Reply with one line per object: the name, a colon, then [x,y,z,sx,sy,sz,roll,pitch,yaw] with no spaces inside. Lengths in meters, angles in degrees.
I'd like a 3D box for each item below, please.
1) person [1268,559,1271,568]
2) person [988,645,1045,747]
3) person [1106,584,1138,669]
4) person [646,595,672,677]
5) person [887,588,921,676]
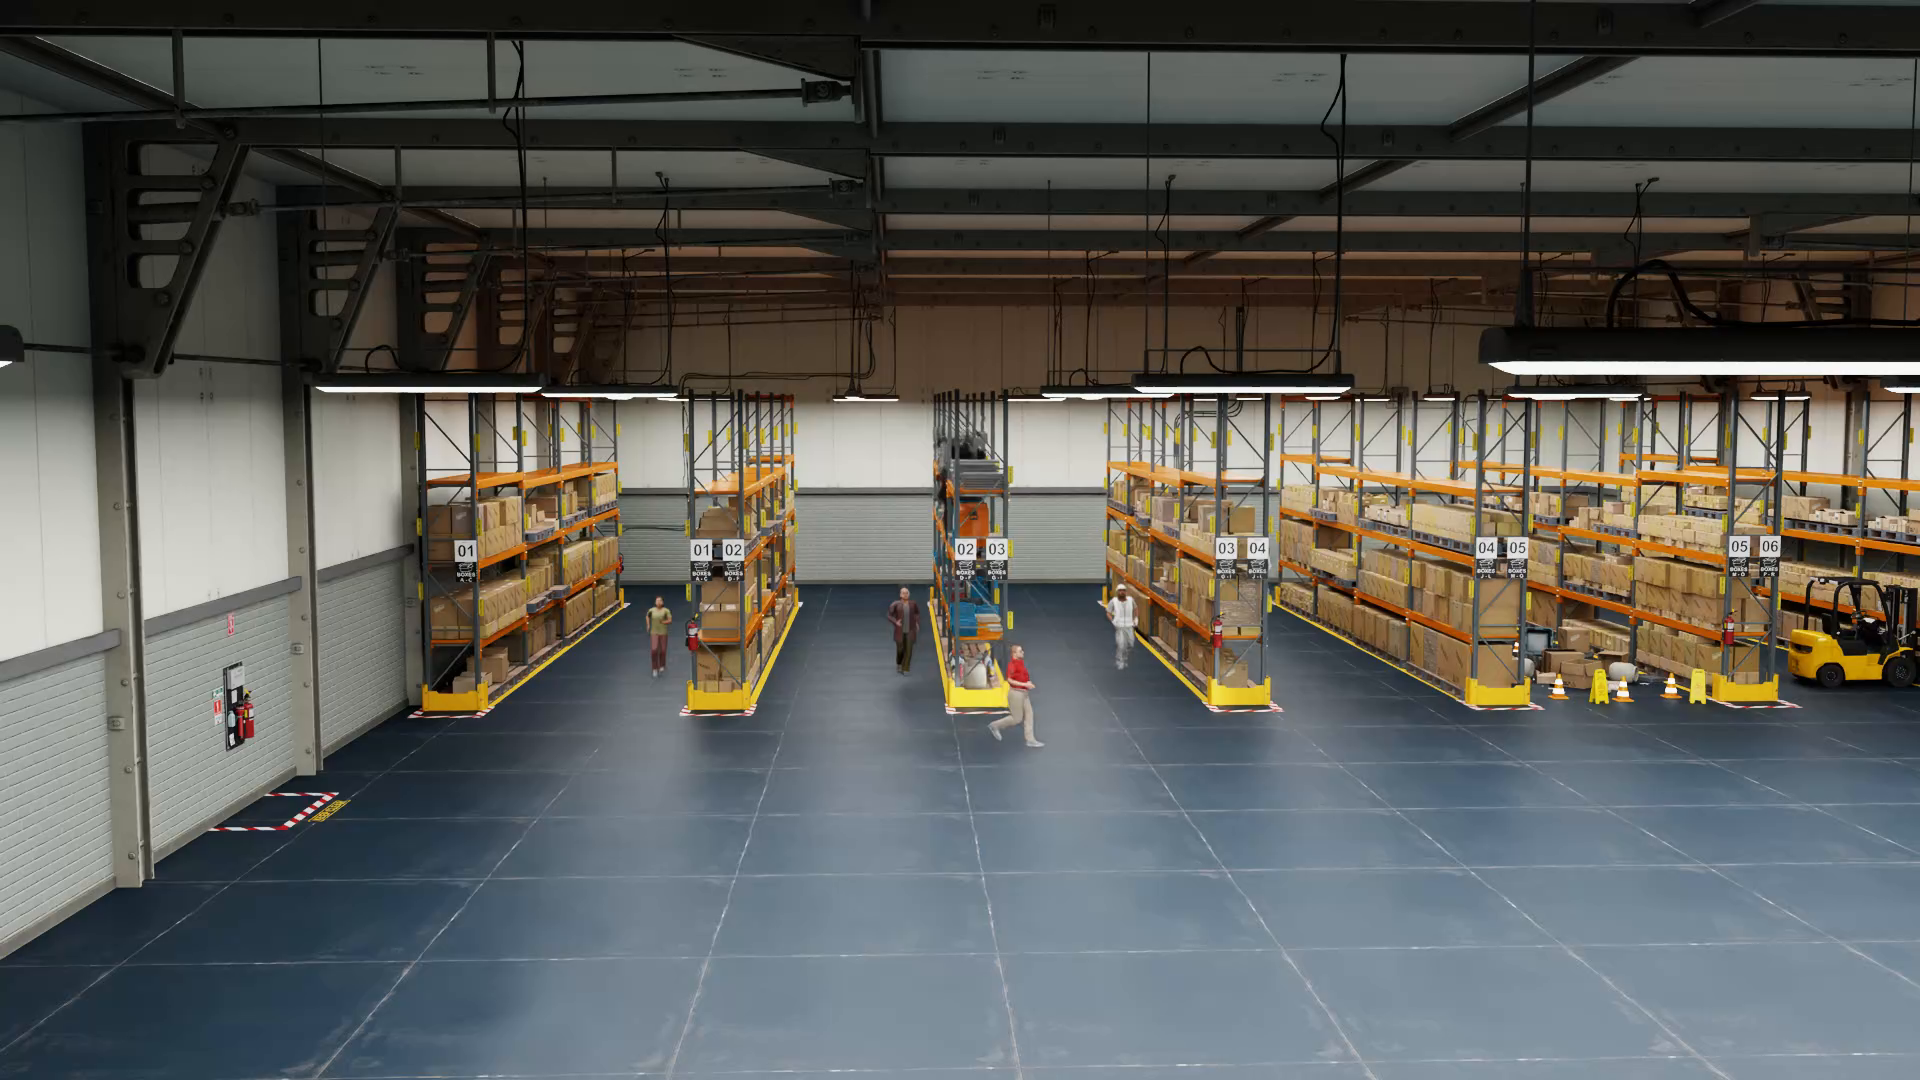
person: [8.757,1.004,48.468,0.537,1.542,0.557,-3,5,-29]
person: [0.955,2.636,27.721,0.945,1.626,0.665,1,5,17]
person: [3.351,1.784,34.082,0.689,1.753,0.496,-1,5,-9]
person: [-6.356,2.025,35.138,0.543,1.720,0.723,-1,5,-10]
person: [-1.109,1.838,33.385,0.709,1.755,0.687,-1,5,-13]
